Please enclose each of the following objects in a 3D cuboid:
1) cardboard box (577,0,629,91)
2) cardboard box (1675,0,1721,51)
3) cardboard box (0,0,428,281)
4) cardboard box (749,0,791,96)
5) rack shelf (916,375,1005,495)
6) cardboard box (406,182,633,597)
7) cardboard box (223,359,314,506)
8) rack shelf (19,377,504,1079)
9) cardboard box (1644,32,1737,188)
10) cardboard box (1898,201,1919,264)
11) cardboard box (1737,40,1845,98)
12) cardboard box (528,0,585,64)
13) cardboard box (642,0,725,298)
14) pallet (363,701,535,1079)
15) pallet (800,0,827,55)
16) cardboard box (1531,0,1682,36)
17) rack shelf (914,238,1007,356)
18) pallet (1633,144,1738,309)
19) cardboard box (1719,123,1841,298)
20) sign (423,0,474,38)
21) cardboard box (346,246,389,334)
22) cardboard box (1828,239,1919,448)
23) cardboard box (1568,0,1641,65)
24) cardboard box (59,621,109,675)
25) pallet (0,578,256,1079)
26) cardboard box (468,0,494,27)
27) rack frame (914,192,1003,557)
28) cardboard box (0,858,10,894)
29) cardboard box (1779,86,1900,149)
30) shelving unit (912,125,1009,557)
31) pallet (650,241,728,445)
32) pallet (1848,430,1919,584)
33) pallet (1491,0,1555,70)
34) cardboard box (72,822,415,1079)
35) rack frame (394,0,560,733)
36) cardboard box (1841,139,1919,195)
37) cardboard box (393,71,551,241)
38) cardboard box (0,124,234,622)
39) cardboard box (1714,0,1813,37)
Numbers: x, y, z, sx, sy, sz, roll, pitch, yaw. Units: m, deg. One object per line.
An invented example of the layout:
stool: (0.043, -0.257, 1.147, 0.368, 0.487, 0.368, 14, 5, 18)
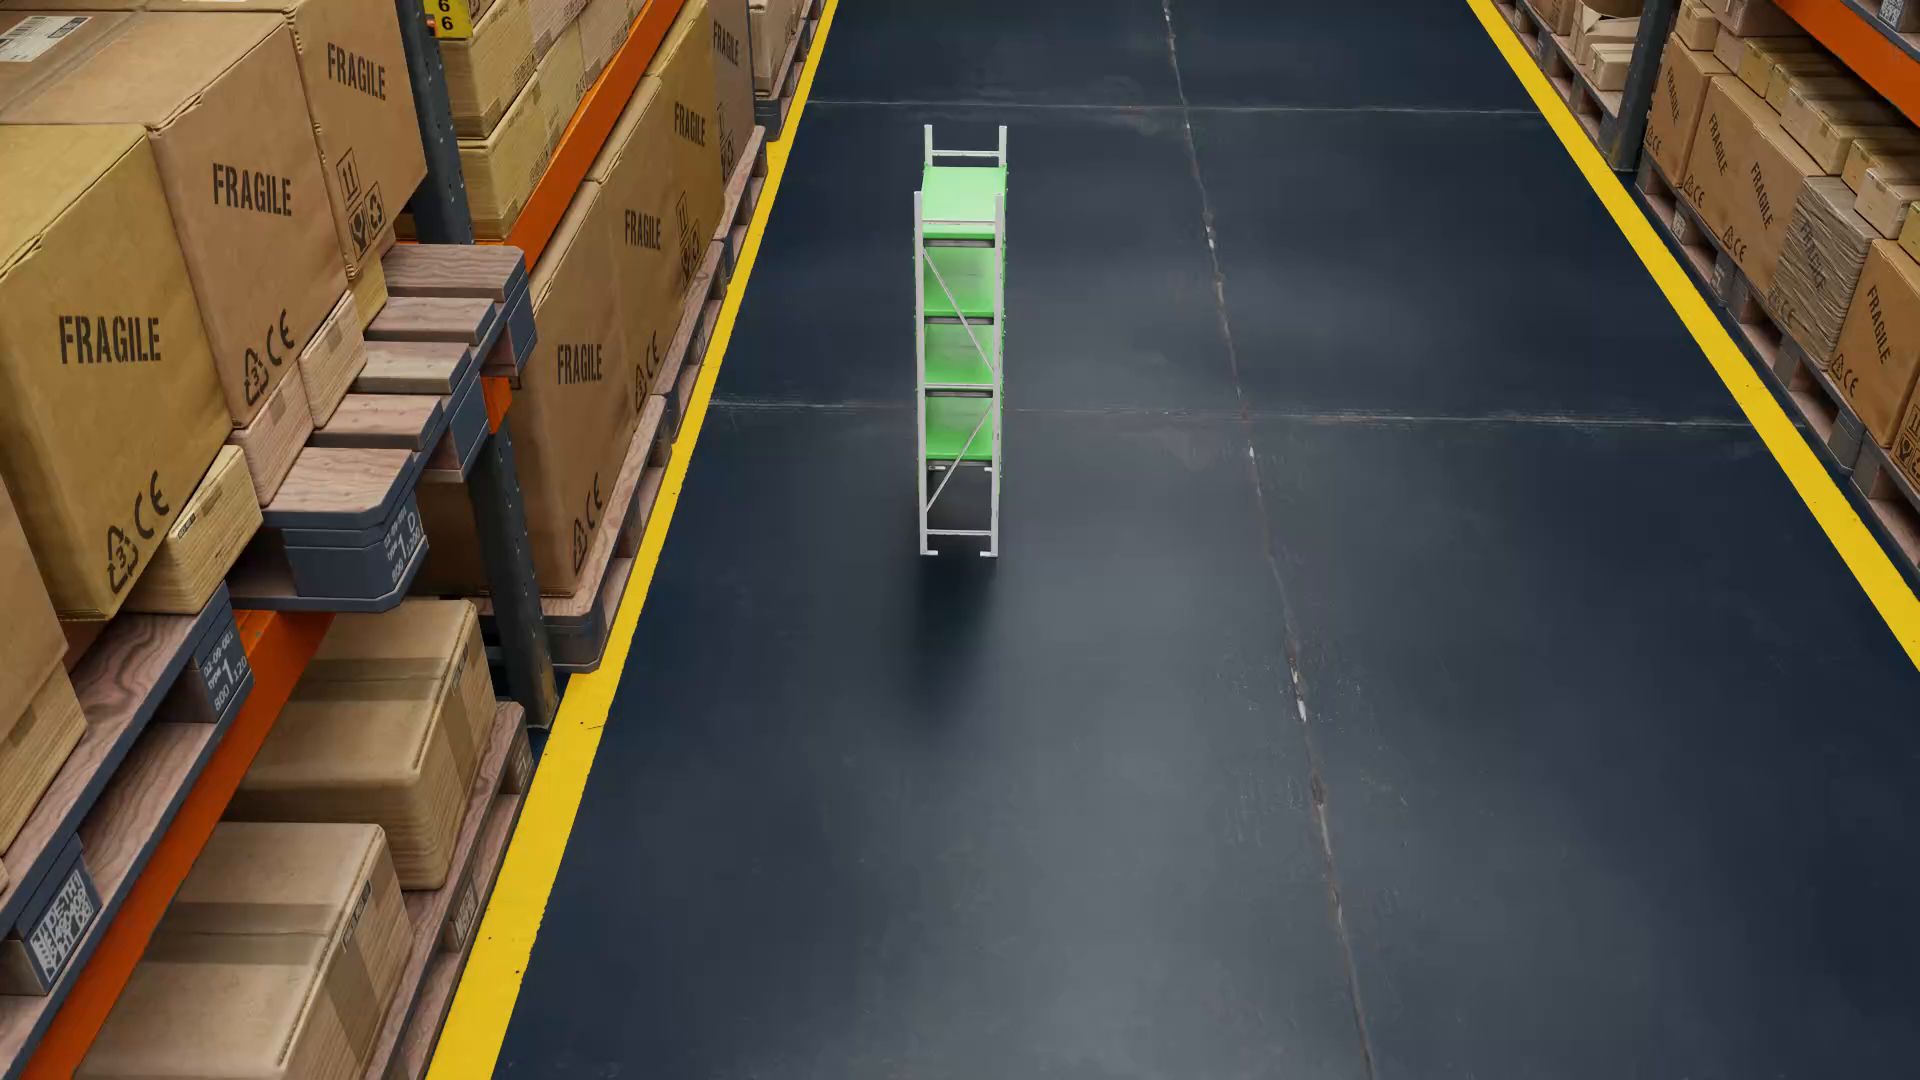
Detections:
cardboard box: (-1.310, -1.564, 4.997, 0.500, 0.250, 0.500, 2, 35, 3)
cardboard box: (3.229, -2.153, 6.950, 0.380, 0.149, 0.250, 3, 35, 4)
cardboard box: (-1.352, -0.820, 3.097, 0.500, 0.500, 0.500, 0, 35, 1)
cardboard box: (-1.318, -2.533, 8.109, 0.875, 0.438, 0.875, 1, 35, 1)
rack shelf: (0.007, -0.337, 5.215, 0.258, 0.148, 0.480, 1, 35, 2)
cardboard box: (-1.500, -0.451, 4.765, 0.875, 0.875, 0.875, 1, 35, 1)
cardboard box: (-1.311, -0.182, 2.754, 0.380, 0.149, 0.250, 0, 35, 0)
rack shelf: (-1.692, 0.690, 2.285, 1.077, 0.370, 4.000, 1, 35, 2)
cardboard box: (3.265, -1.815, 7.033, 0.500, 0.500, 0.500, 3, 35, 4)
cardboard box: (3.215, -0.946, 5.233, 0.380, 0.149, 0.250, 1, 35, 1)
cardboard box: (3.296, -1.845, 6.511, 0.380, 0.149, 0.250, 0, 35, -1)
cardboard box: (-1.322, -1.479, 4.441, 0.500, 0.250, 0.500, 2, 35, 3)
cardboard box: (-1.424, -1.477, 6.225, 0.875, 0.875, 0.875, 2, 35, 3)
pallet: (-1.644, 0.837, 3.876, 1.003, 0.211, 1.213, 1, 35, 2)
pallet: (-1.296, -3.048, 9.404, 1.003, 0.211, 1.213, 1, 35, 2)
cardboard box: (3.436, -2.950, 8.648, 0.700, 0.500, 0.500, 0, 35, 0)
rack shelf: (0.007, -0.730, 4.939, 0.258, 0.148, 0.480, 1, 35, 2)
pallet: (3.514, -1.330, 6.958, 1.003, 0.211, 1.213, 1, 35, 2)
cardboard box: (3.229, -1.222, 6.189, 0.500, 0.500, 0.500, 0, 35, 0)
sign: (-1.069, -1.187, 3.393, 0.100, 0.325, 0.005, 1, 35, 2)
cardboard box: (-1.328, -0.473, 3.167, 0.380, 0.149, 0.250, 2, 35, 3)
cardboard box: (3.200, -0.626, 5.340, 0.500, 0.500, 0.500, 3, 35, 4)
cardboard box: (3.253, -2.524, 8.245, 0.396, 0.266, 0.258, 3, 35, 4)
cardboard box: (-1.444, 0.117, 2.327, 0.380, 0.149, 0.250, 2, 35, 2)
pallet: (-1.650, 0.464, 2.148, 1.003, 0.211, 1.213, 1, 35, 2)
cardboard box: (-1.347, -1.481, 3.792, 0.500, 0.500, 0.500, 0, 35, 0)
rack frame: (-0.003, -0.446, 4.841, 0.240, 1.200, 0.015, 1, 35, 2)
cardboard box: (-1.354, 0.418, 1.900, 0.380, 0.149, 0.250, 3, 35, 4)
cardboard box: (3.251, -1.544, 6.083, 0.380, 0.149, 0.250, 1, 35, 2)
shelving unit: (0.007, -0.586, 5.040, 0.258, 1.200, 0.503, 1, 35, 2)
pallet: (-1.452, -0.763, 6.151, 1.003, 0.211, 1.213, 1, 35, 2)
pallet: (3.416, 0.072, 4.964, 1.003, 0.211, 1.213, 1, 35, 2)
pallet: (3.584, -2.895, 9.186, 1.003, 0.211, 1.213, 1, 35, 2)
cardboard box: (-1.665, 0.899, 3.283, 0.950, 0.372, 0.625, 1, 35, 1)
rack frame: (-1.611, -0.753, 3.713, 1.000, 3.000, 0.127, 1, 35, 2)
cardboard box: (3.257, -1.246, 5.659, 0.380, 0.149, 0.250, 1, 35, 2)
cardboard box: (-1.340, -0.967, 4.148, 0.500, 0.250, 0.500, 1, 35, 1)
cardboard box: (-1.381, -0.233, 2.261, 0.500, 0.500, 0.500, -1, 35, -1)
cardboard box: (3.266, -2.125, 6.650, 0.380, 0.149, 0.250, 0, 35, 0)
